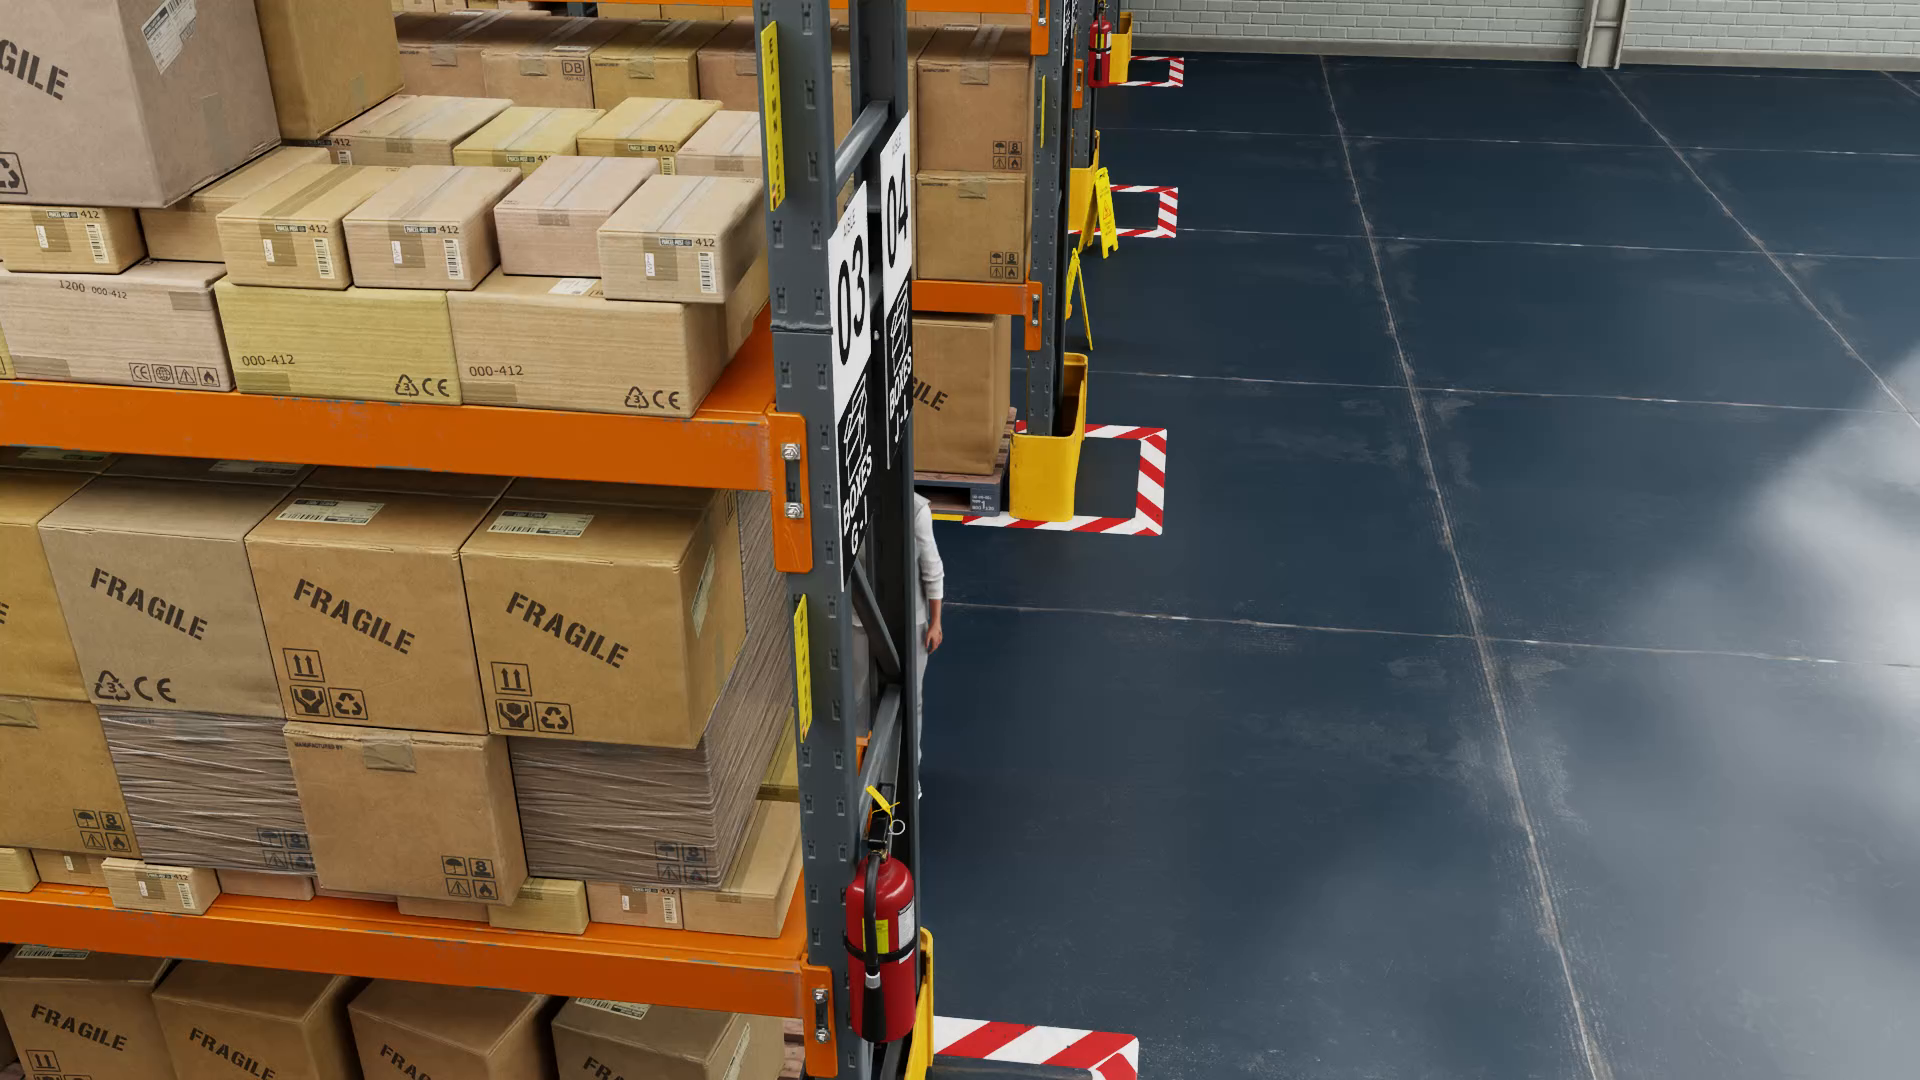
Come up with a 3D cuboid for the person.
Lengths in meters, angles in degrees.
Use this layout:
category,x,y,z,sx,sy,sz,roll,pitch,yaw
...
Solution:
category,x,y,z,sx,sy,sz,roll,pitch,yaw
person,-0.304,0.322,6.548,0.485,1.594,0.341,2,29,4
